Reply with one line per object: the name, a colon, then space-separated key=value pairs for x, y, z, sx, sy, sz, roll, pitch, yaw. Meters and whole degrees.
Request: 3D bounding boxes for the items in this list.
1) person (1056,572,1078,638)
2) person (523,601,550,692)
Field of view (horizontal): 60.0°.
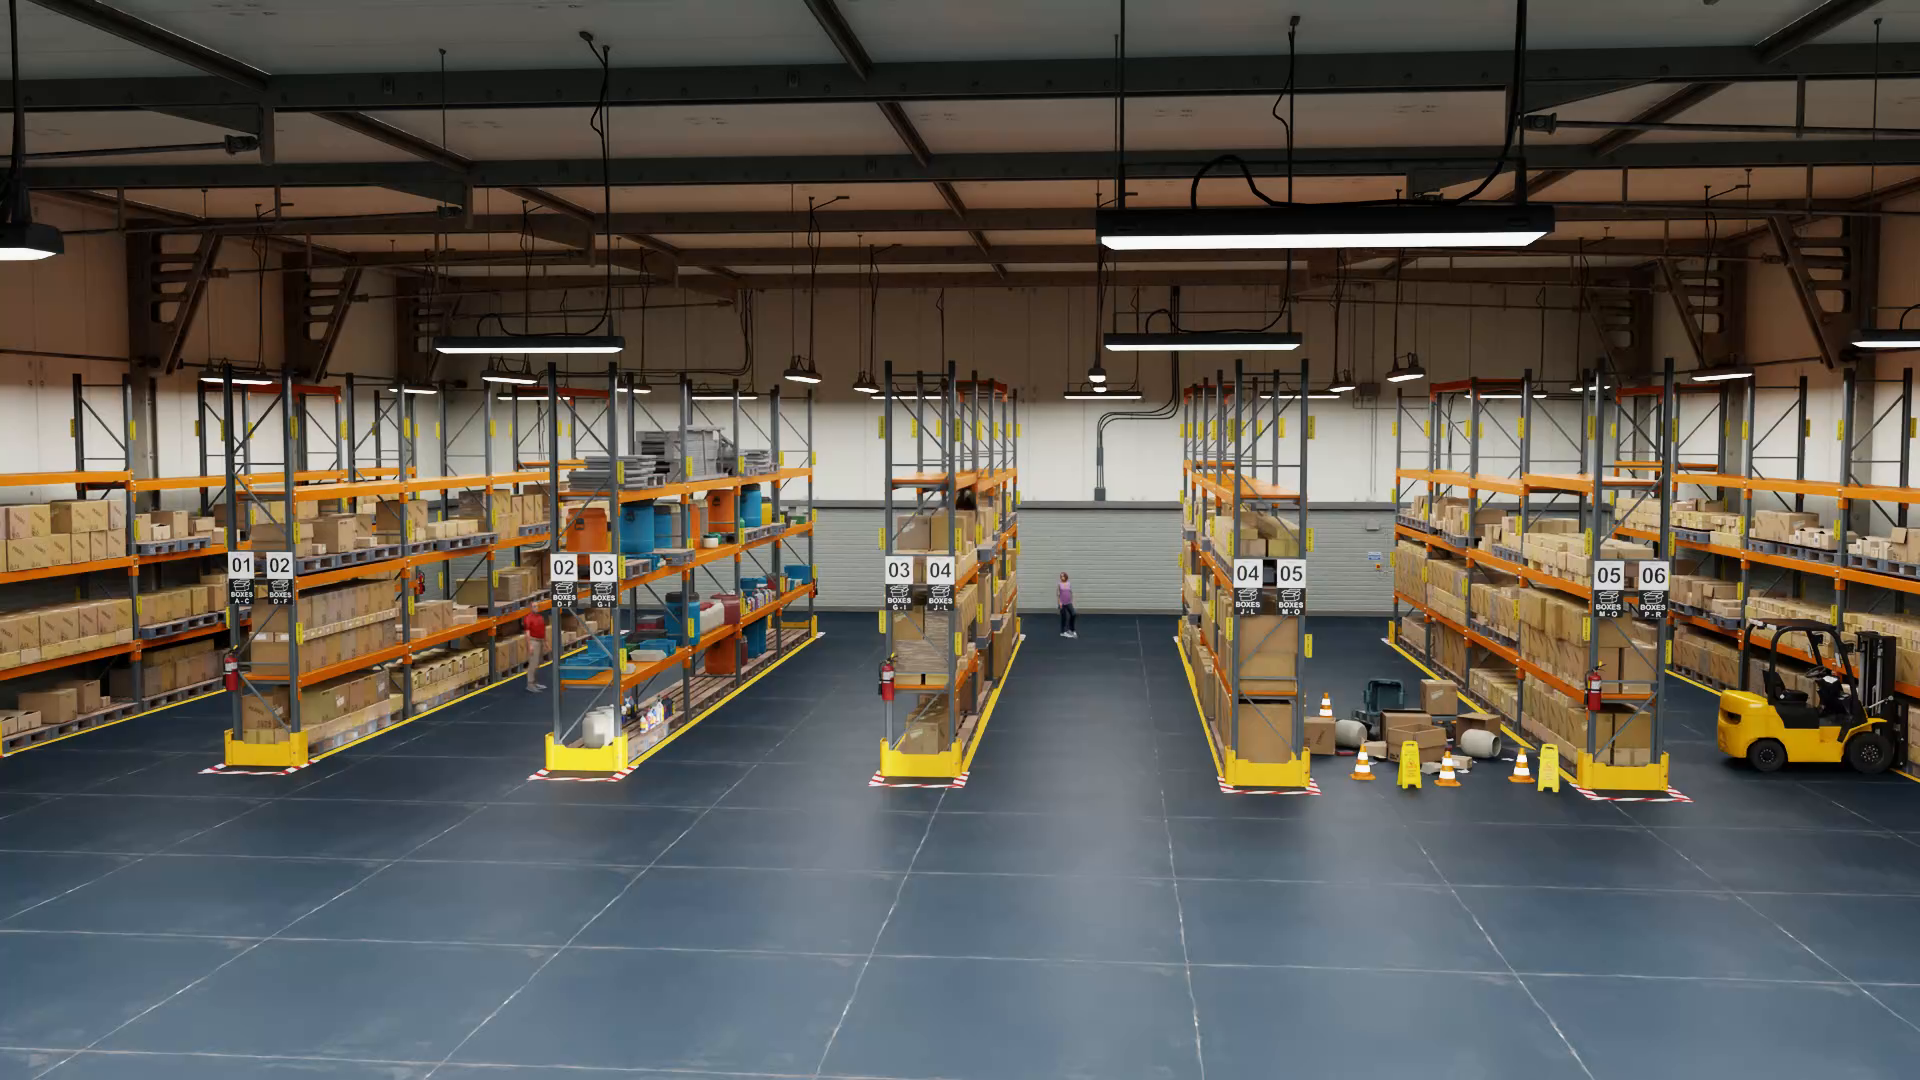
person: x=2.546 y=1.567 z=40.083 sx=0.501 sy=1.600 sz=0.497 roll=-2 pitch=4 yaw=-28
person: x=-8.157 y=2.058 z=32.032 sx=0.407 sy=1.765 sz=0.565 roll=0 pitch=4 yaw=3
